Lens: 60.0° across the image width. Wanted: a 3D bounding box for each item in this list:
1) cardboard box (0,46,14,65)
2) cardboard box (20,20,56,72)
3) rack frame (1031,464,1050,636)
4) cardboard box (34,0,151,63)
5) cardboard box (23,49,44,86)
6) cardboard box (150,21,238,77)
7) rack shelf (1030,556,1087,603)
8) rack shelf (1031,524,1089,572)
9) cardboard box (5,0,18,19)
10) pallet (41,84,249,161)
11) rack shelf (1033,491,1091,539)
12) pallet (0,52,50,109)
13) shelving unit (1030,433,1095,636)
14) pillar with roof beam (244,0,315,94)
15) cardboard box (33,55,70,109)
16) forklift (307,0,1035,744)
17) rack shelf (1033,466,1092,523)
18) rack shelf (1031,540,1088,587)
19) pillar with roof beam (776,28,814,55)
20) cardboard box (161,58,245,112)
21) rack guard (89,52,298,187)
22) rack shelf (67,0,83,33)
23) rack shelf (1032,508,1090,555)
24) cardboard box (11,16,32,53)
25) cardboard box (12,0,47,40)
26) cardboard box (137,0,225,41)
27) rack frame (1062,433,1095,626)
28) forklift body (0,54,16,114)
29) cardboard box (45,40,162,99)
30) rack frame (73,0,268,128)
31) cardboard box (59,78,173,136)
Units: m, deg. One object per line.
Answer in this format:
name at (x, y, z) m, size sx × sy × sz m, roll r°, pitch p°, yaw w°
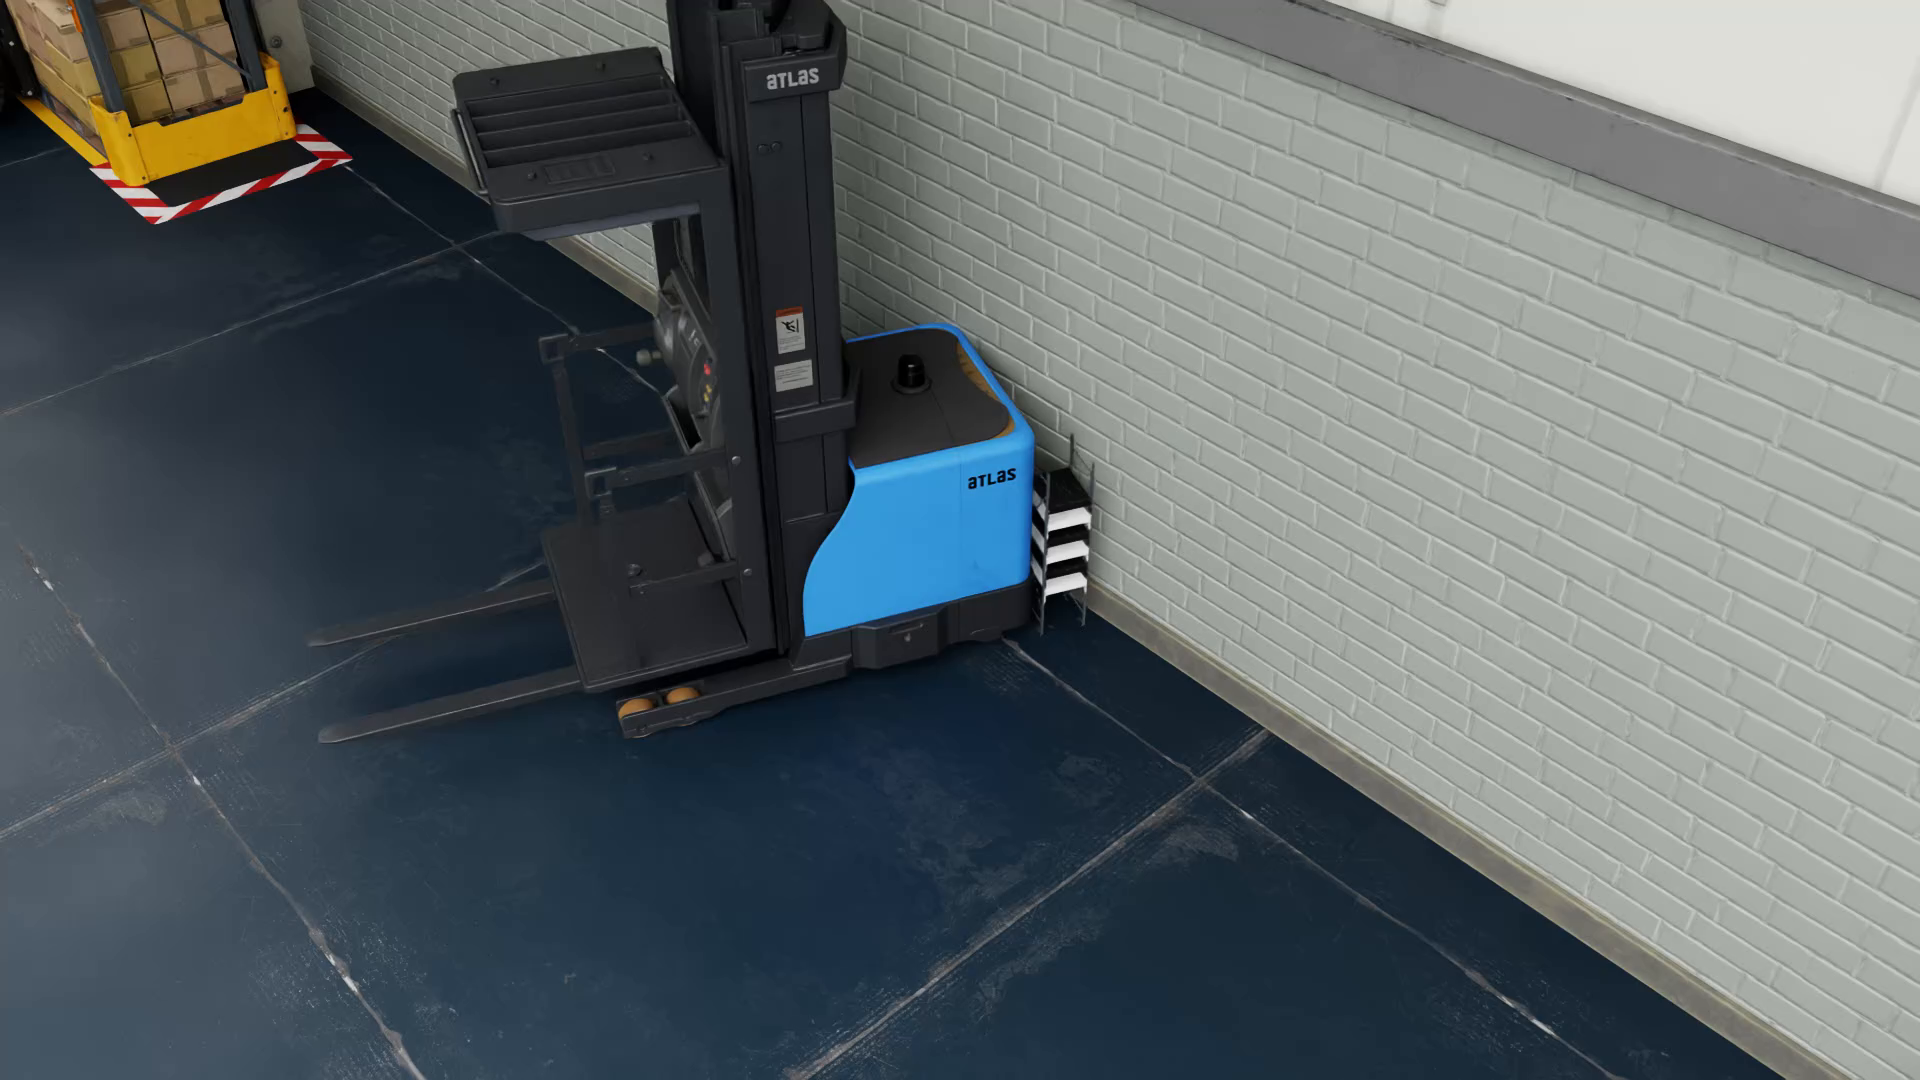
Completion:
cardboard box at (-6.657, -3.662, 11.959) m, size 0.500 × 0.250 × 0.500 m, roll -28°, pitch 47°, yaw -30°
cardboard box at (-5.969, -3.402, 11.239) m, size 0.500 × 0.250 × 0.500 m, roll -30°, pitch 48°, yaw -32°
rack frame at (0.327, 0.009, 7.230) m, size 0.006 × 0.900 × 0.240 m, roll -13°, pitch 41°, yaw -16°
cardboard box at (-5.619, -3.348, 10.775) m, size 0.500 × 0.250 × 0.500 m, roll -28°, pitch 47°, yaw -30°
cardboard box at (-6.290, -3.431, 11.673) m, size 0.500 × 0.250 × 0.500 m, roll -29°, pitch 47°, yaw -31°
cardboard box at (-5.243, -3.379, 11.211) m, size 0.500 × 0.250 × 0.500 m, roll -29°, pitch 47°, yaw -31°
rack shelf at (0.422, 0.153, 7.392) m, size 0.200 × 0.077 × 0.258 m, roll -13°, pitch 41°, yaw -16°
rack shelf at (0.422, 0.013, 7.279) m, size 0.200 × 0.077 × 0.258 m, roll -13°, pitch 41°, yaw -16°
cardboard box at (-6.318, -3.811, 11.348) m, size 0.500 × 0.250 × 0.500 m, roll -29°, pitch 47°, yaw -31°
pallet at (-5.626, -3.036, 11.549) m, size 1.003 × 0.211 × 1.213 m, roll -30°, pitch 48°, yaw -32°
rack shelf at (0.422, -0.128, 7.166) m, size 0.200 × 0.077 × 0.258 m, roll -13°, pitch 41°, yaw -16°
pallet at (-6.447, -3.601, 12.248) m, size 1.003 × 0.211 × 1.213 m, roll -30°, pitch 48°, yaw -32°
shelving unit at (0.422, -0.013, 7.258) m, size 0.210 × 0.900 × 0.258 m, roll -13°, pitch 41°, yaw -16°
pillar with roof beam at (-8.056, -4.995, 6.980) m, size 9.100 × 9.000 × 0.400 m, roll -30°, pitch 48°, yaw -32°
cardboard box at (-5.958, -3.196, 11.382) m, size 0.500 × 0.250 × 0.500 m, roll -30°, pitch 48°, yaw -32°
forklift at (-1.250, -0.692, 6.482) m, size 3.031 × 2.935 × 1.130 m, roll -13°, pitch 41°, yaw -16°
rack shelf at (0.422, -0.198, 7.109) m, size 0.200 × 0.077 × 0.258 m, roll -13°, pitch 41°, yaw -16°
rack shelf at (0.422, 0.083, 7.335) m, size 0.200 × 0.077 × 0.258 m, roll -13°, pitch 41°, yaw -16°
pillar with roof beam at (-3.998, -2.218, 3.542) m, size 9.100 × 9.000 × 0.400 m, roll -30°, pitch 48°, yaw -32°
cardboard box at (-5.266, -3.189, 11.373) m, size 0.500 × 0.250 × 0.500 m, roll -30°, pitch 48°, yaw -32°
rack guard at (-5.062, -2.801, 11.029) m, size 1.175 × 0.500 × 0.348 m, roll -30°, pitch 48°, yaw -32°
rack shelf at (-6.431, -4.431, 11.629) m, size 1.077 × 0.370 × 4.000 m, roll -30°, pitch 48°, yaw -32°
rack shelf at (0.422, -0.058, 7.222) m, size 0.200 × 0.077 × 0.258 m, roll -13°, pitch 41°, yaw -16°
cardboard box at (-6.333, -3.632, 11.524) m, size 0.500 × 0.250 × 0.500 m, roll -31°, pitch 48°, yaw -33°
cardboard box at (-5.969, -3.582, 11.064) m, size 0.500 × 0.250 × 0.500 m, roll -29°, pitch 47°, yaw -31°
cardboard box at (-5.264, -3.571, 11.050) m, size 0.500 × 0.250 × 0.500 m, roll -31°, pitch 48°, yaw -32°
rack frame at (0.517, -0.036, 7.286) m, size 0.006 × 0.900 × 0.240 m, roll -13°, pitch 41°, yaw -16°
forklift body at (-7.704, -3.557, 10.650) m, size 2.313 × 2.155 × 1.214 m, roll -30°, pitch 48°, yaw -32°
cardboard box at (-5.638, -3.166, 10.946) m, size 0.500 × 0.250 × 0.500 m, roll -31°, pitch 48°, yaw -32°
rack frame at (-5.078, -3.785, 10.257) m, size 1.000 × 3.000 × 0.127 m, roll -30°, pitch 48°, yaw -32°
cardboard box at (-5.629, -2.962, 11.092) m, size 0.500 × 0.250 × 0.500 m, roll -30°, pitch 47°, yaw -31°
